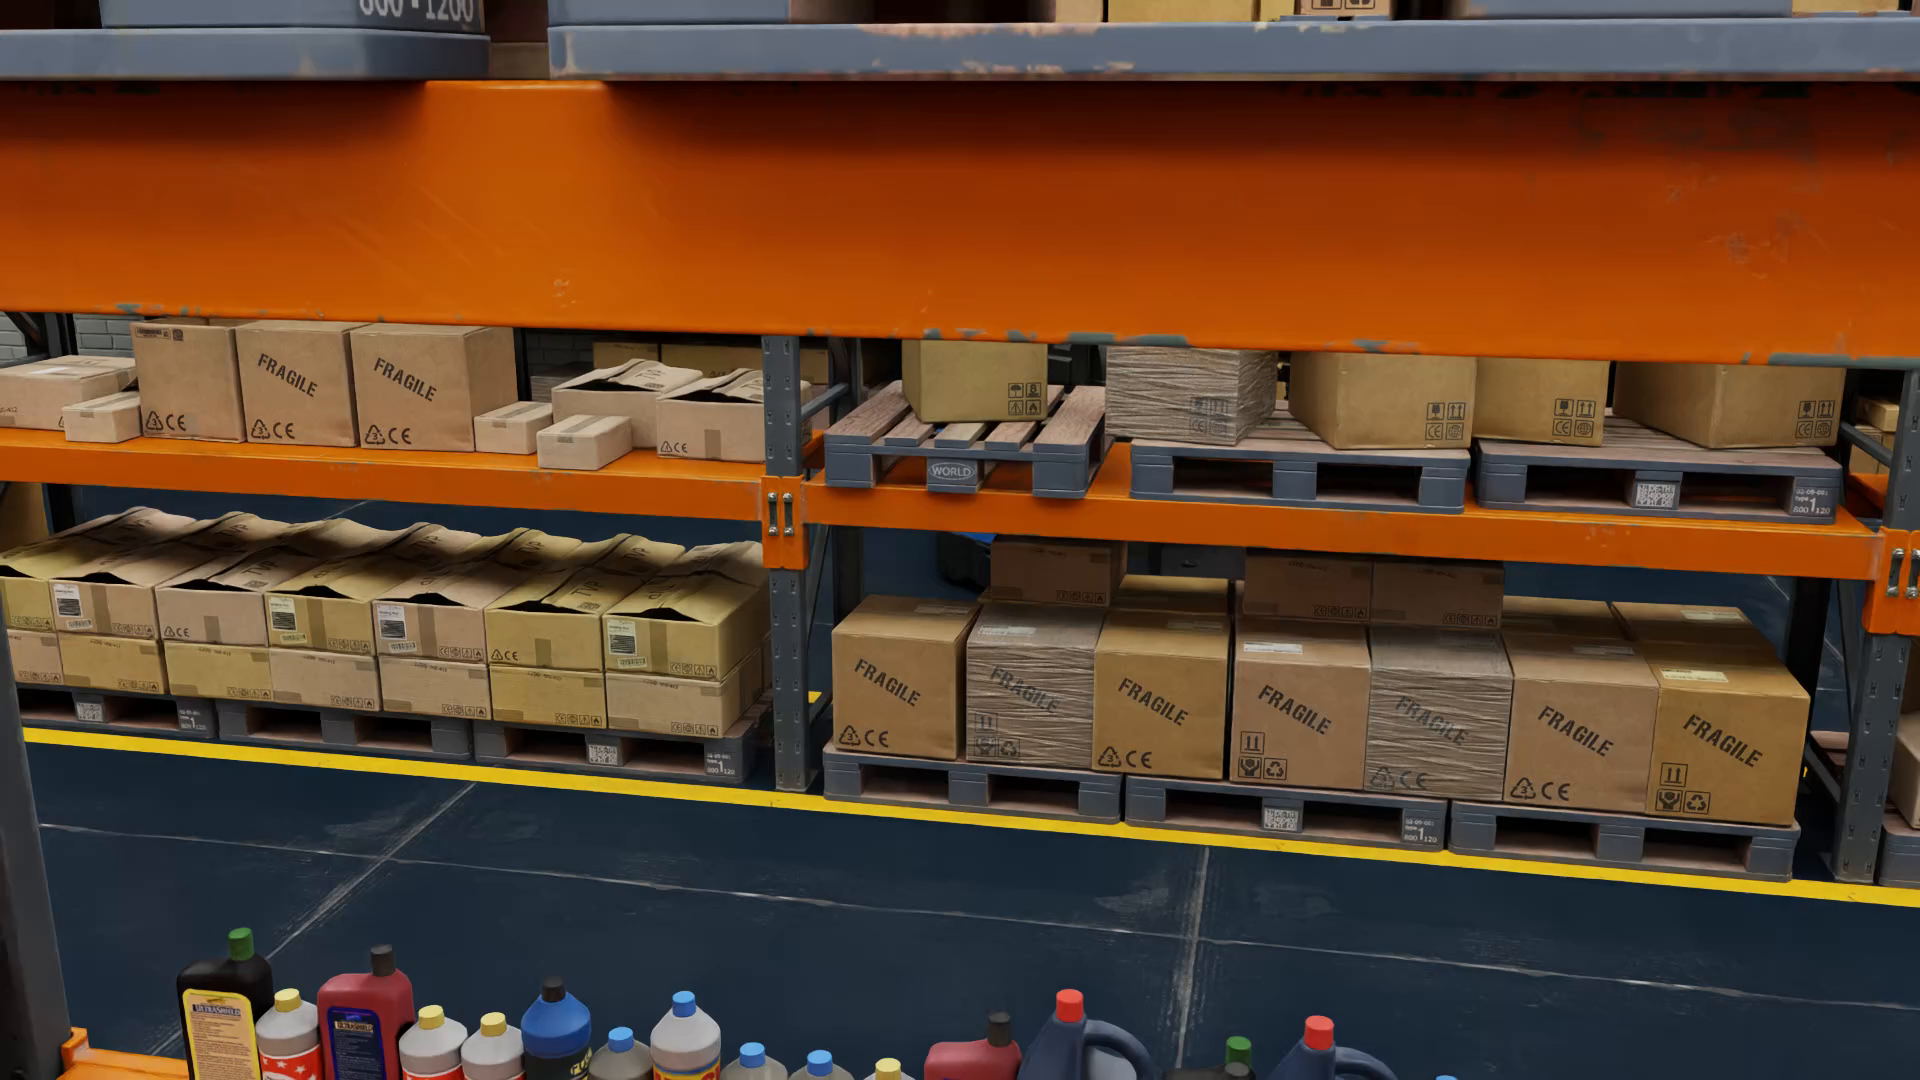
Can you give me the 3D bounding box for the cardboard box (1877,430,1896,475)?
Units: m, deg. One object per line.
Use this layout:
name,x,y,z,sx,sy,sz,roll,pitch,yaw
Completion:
cardboard box,6.018,-0.504,10.590,0.500,0.500,0.700,3,16,12

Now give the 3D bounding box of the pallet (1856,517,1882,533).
pallet,6.240,-0.160,10.673,1.213,0.211,1.003,3,16,11

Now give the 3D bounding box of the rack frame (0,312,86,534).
rack frame,-4.512,-0.758,7.610,0.127,3.000,1.000,3,16,11

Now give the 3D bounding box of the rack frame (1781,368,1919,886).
rack frame,3.327,-0.333,6.074,0.127,3.000,1.000,3,16,11

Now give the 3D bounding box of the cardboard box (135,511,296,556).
cardboard box,-3.547,0.067,7.945,0.500,0.311,0.500,4,16,13

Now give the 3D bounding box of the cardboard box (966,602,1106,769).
cardboard box,0.311,0.573,6.664,0.500,0.500,0.500,3,16,9

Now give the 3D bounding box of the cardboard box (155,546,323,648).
cardboard box,-3.160,0.237,7.332,0.500,0.311,0.500,3,16,9

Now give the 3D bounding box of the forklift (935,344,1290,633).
forklift,1.182,-0.979,8.537,1.130,2.935,3.031,-13,20,-38

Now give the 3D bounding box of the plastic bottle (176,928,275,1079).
plastic bottle,-1.102,0.716,2.506,0.133,0.283,0.061,3,16,11

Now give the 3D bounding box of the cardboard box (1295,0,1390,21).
cardboard box,1.541,-2.193,6.011,0.600,0.600,0.600,2,16,9

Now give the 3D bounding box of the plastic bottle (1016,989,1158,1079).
plastic bottle,0.166,0.764,2.207,0.185,0.351,0.144,3,16,11

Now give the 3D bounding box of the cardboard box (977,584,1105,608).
cardboard box,0.371,0.436,7.159,0.500,0.500,0.500,4,16,13

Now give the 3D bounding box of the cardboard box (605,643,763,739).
cardboard box,-1.156,0.613,7.024,0.500,0.250,0.500,3,16,12

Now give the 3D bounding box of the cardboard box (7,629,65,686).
cardboard box,-4.166,0.451,7.610,0.500,0.250,0.500,3,16,10

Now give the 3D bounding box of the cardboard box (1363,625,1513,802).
cardboard box,1.813,0.653,6.373,0.500,0.500,0.500,3,16,12

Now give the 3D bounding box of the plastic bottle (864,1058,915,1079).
plastic bottle,-0.098,0.815,2.302,0.097,0.201,0.097,0,15,0

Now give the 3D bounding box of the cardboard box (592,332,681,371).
cardboard box,-2.372,-1.366,12.257,0.500,0.250,0.500,3,16,10

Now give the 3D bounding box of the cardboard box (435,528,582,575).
cardboard box,-2.063,0.149,7.649,0.500,0.311,0.500,3,16,10

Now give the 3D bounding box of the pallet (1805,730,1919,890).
pallet,4.000,1.048,6.313,1.213,0.211,1.003,3,16,11

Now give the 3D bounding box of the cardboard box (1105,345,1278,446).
cardboard box,0.905,-0.693,6.402,0.500,0.500,0.700,6,17,22

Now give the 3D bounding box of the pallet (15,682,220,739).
pallet,-3.782,0.615,7.878,1.213,0.211,1.003,3,16,11

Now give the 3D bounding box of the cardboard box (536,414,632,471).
cardboard box,-1.529,-0.400,6.787,0.250,0.149,0.380,3,16,11

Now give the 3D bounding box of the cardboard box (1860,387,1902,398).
cardboard box,5.943,-0.877,10.720,0.250,0.149,0.380,3,16,12

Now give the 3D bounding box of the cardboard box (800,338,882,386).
cardboard box,-0.871,-1.282,11.953,0.500,0.250,0.500,3,16,12

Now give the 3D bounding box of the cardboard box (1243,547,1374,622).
cardboard box,1.430,0.129,6.860,0.500,0.250,0.500,3,16,10

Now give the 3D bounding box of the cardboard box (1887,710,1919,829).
cardboard box,3.696,0.830,6.089,0.500,0.311,0.500,3,16,11

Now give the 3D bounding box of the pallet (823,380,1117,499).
pallet,0.086,-0.435,6.804,1.003,0.211,1.213,3,16,11

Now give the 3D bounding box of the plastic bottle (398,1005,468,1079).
plastic bottle,-0.766,0.779,2.433,0.097,0.201,0.097,0,15,0

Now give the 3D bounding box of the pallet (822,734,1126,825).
pallet,0.132,0.848,7.035,1.213,0.211,1.003,3,16,11

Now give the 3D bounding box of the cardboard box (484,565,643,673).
cardboard box,-1.665,0.318,7.040,0.500,0.311,0.500,3,16,10

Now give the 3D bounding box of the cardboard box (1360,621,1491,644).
cardboard box,1.889,0.516,6.867,0.500,0.500,0.500,3,16,12

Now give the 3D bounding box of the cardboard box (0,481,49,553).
cardboard box,-4.904,-0.103,8.206,0.500,0.500,0.500,3,16,11

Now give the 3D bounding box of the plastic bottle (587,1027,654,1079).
plastic bottle,-0.480,0.795,2.377,0.097,0.201,0.097,0,15,0

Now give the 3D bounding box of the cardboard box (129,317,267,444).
cardboard box,-3.247,-0.733,7.333,0.500,0.500,0.500,4,16,15

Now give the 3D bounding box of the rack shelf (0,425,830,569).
rack shelf,-2.552,-0.305,7.322,4.000,0.370,1.077,3,16,11

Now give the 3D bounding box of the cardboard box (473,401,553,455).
cardboard box,-1.853,-0.477,7.067,0.250,0.149,0.380,4,16,15

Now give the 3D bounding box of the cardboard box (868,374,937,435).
cardboard box,-0.325,-0.874,11.885,0.500,0.500,0.700,3,16,12

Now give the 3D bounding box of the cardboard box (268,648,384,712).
cardboard box,-2.659,0.532,7.315,0.500,0.250,0.500,3,16,12

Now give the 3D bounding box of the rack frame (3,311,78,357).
rack frame,-7.448,-2.267,13.057,0.127,3.000,1.000,3,16,11

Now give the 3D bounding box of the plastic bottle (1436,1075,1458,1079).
plastic bottle,0.621,0.821,2.152,0.097,0.271,0.097,0,15,0

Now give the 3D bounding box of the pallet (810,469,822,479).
pallet,-0.374,-0.540,12.045,1.213,0.211,1.003,3,16,11

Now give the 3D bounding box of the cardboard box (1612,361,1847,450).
cardboard box,2.908,-0.667,6.307,0.500,0.500,0.700,-2,16,-8
